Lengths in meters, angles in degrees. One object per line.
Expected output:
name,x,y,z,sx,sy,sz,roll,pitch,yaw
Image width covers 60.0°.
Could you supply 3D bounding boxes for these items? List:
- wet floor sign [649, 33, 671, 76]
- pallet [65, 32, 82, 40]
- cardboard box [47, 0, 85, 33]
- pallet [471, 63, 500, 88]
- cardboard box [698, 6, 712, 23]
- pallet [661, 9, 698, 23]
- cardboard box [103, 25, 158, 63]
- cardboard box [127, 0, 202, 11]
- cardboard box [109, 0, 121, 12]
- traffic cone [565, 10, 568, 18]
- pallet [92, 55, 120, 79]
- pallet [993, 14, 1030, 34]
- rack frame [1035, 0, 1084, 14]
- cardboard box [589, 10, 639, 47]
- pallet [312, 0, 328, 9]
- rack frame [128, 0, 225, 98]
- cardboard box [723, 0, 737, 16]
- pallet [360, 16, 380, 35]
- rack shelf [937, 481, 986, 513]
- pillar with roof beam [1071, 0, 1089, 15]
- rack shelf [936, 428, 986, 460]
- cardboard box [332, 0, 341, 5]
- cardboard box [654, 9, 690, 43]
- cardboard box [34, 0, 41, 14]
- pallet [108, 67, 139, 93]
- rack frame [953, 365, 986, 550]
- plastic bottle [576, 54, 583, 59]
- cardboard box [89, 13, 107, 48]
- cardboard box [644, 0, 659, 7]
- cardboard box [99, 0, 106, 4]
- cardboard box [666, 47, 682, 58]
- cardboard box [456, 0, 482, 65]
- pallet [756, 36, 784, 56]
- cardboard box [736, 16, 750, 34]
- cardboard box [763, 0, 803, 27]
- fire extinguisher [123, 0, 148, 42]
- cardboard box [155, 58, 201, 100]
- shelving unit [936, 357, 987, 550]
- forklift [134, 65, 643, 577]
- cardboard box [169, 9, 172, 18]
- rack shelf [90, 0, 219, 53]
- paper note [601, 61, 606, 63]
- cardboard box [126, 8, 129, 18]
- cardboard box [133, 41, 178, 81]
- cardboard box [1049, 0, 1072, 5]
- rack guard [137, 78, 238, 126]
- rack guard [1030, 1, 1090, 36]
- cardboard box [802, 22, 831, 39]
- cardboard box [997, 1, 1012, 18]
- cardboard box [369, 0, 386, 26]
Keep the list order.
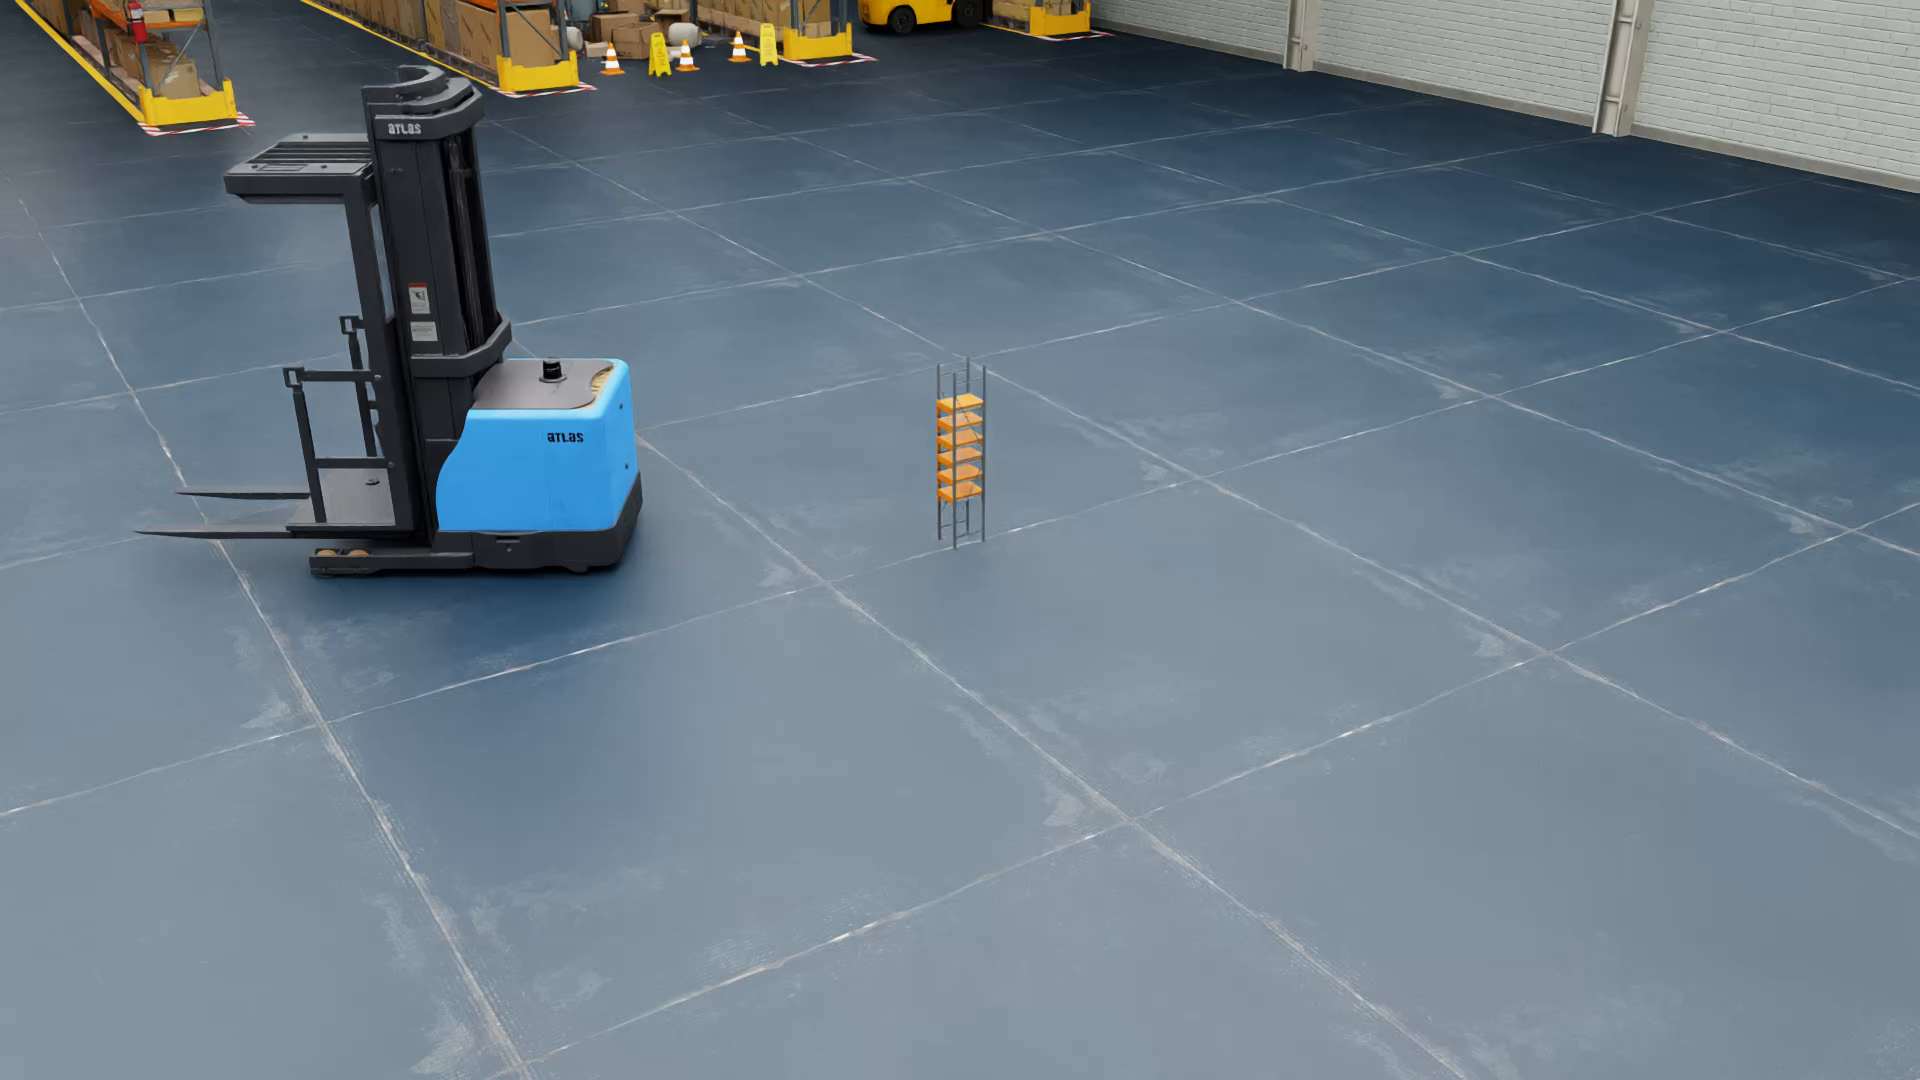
wet floor sign,-4.763,-7.682,26.267,0.267,0.644,0.232,-22,33,-38
pallet,-15.383,-9.076,29.728,1.003,0.211,1.213,-16,29,-30
cardboard box,-15.375,-9.518,29.395,1.225,0.875,0.875,-17,30,-32
pallet,-6.940,-7.302,25.971,1.003,0.211,1.213,-16,29,-30
cardboard box,-4.433,-9.588,30.276,0.500,0.250,0.500,-17,30,-32
pallet,-4.956,-9.933,31.544,1.003,0.211,1.213,-16,29,-30
cardboard box,-13.150,-7.900,26.383,0.700,0.500,0.500,-18,31,-33
cardboard box,-10.926,-7.559,22.782,0.875,0.500,0.500,-16,29,-30
cardboard box,-11.884,-7.628,23.689,0.380,0.149,0.250,-16,29,-30
traffic cone,-7.375,-9.757,30.875,0.336,0.463,0.334,-16,29,-30
pallet,-13.259,-7.624,26.652,1.003,0.211,1.213,-16,29,-30
pallet,1.359,-9.646,30.936,1.003,0.211,1.213,-16,29,-30
rack frame,1.811,-10.643,29.782,1.000,3.000,0.127,-16,29,-30
cardboard box,-5.943,-8.788,28.618,0.797,0.637,0.503,-16,29,-30
pallet,-12.562,-11.048,33.907,1.003,0.211,1.213,-16,29,-30
rack frame,-10.649,-7.176,22.437,1.000,3.000,0.127,-16,29,-30
cardboard box,-3.850,-9.553,29.323,0.500,0.500,0.500,-14,29,-27
pallet,-10.438,-9.596,30.831,1.003,0.211,1.213,-16,29,-30
rack shelf,0.008,-0.280,10.604,0.258,0.103,0.180,-16,29,-30
pillar with roof beam,-1.421,-12.812,27.349,9.100,9.000,0.400,-16,29,-30
rack shelf,0.008,-0.606,10.451,0.258,0.103,0.180,-16,29,-30
cardboard box,-11.966,-10.763,32.471,0.500,0.500,0.500,-17,30,-32
cardboard box,-5.084,-9.086,29.409,0.500,0.500,0.500,3,25,6
cardboard box,-16.833,-10.473,31.418,1.225,0.875,0.875,-15,29,-29
pallet,-12.436,-7.113,25.571,1.003,0.211,1.213,-16,29,-30
rack frame,0.058,-0.505,10.414,0.240,1.200,0.006,-16,29,-30
plastic bottle,-6.446,-8.085,27.805,0.133,0.061,0.283,18,31,33
cardboard box,-14.005,-8.474,27.600,0.700,0.500,0.500,-13,28,-25
cardboard box,-5.594,-10.609,32.296,0.950,0.372,0.625,-14,29,-28
cardboard box,-12.435,-7.984,24.443,0.380,0.149,0.250,-16,29,-30
cardboard box,-4.753,-8.194,27.933,0.380,0.149,0.250,-1,25,-3
cardboard box,-7.346,-8.066,26.319,0.875,0.875,0.875,-16,30,-30
pallet,-2.801,-8.550,28.615,1.003,0.211,1.213,-16,29,-30
cardboard box,-3.579,-9.031,29.096,0.500,0.250,0.500,-17,30,-31
cardboard box,-3.002,-8.997,28.144,0.500,0.500,0.500,-15,29,-29
fire extinguisher,-10.972,-6.992,22.139,0.296,0.674,0.183,-16,29,-30
cardboard box,-10.976,-6.462,23.362,0.500,0.500,0.500,-10,27,-20
shelving unit,0.008,-0.537,10.483,0.258,1.200,0.189,-16,29,-30
forklift,-3.631,-1.322,10.116,3.031,2.935,1.130,0,25,0
cardboard box,-10.725,-7.313,23.023,0.380,0.149,0.250,-16,29,-30
rack shelf,-11.741,-7.566,24.106,1.077,0.370,4.000,-16,29,-30
paper note,-5.849,-7.894,27.437,0.144,0.017,0.142,-6,26,-12
cardboard box,-11.293,-7.283,22.958,0.380,0.149,0.250,-16,29,-30
cardboard box,-11.924,-7.107,24.727,0.500,0.500,0.500,-19,31,-34
cardboard box,1.728,-10.032,30.631,0.500,0.250,0.500,-15,29,-29
rack guard,-10.690,-6.072,23.028,1.175,0.500,0.348,-16,29,-30
rack guard,1.824,-9.504,30.297,1.175,0.500,0.348,-16,29,-30
cardboard box,-2.554,-8.785,28.574,0.500,0.250,0.500,-16,30,-30
cardboard box,1.026,-9.864,30.861,0.500,0.250,0.500,-16,29,-30
cardboard box,-10.068,-9.779,30.094,1.050,0.750,0.750,-15,29,-29
